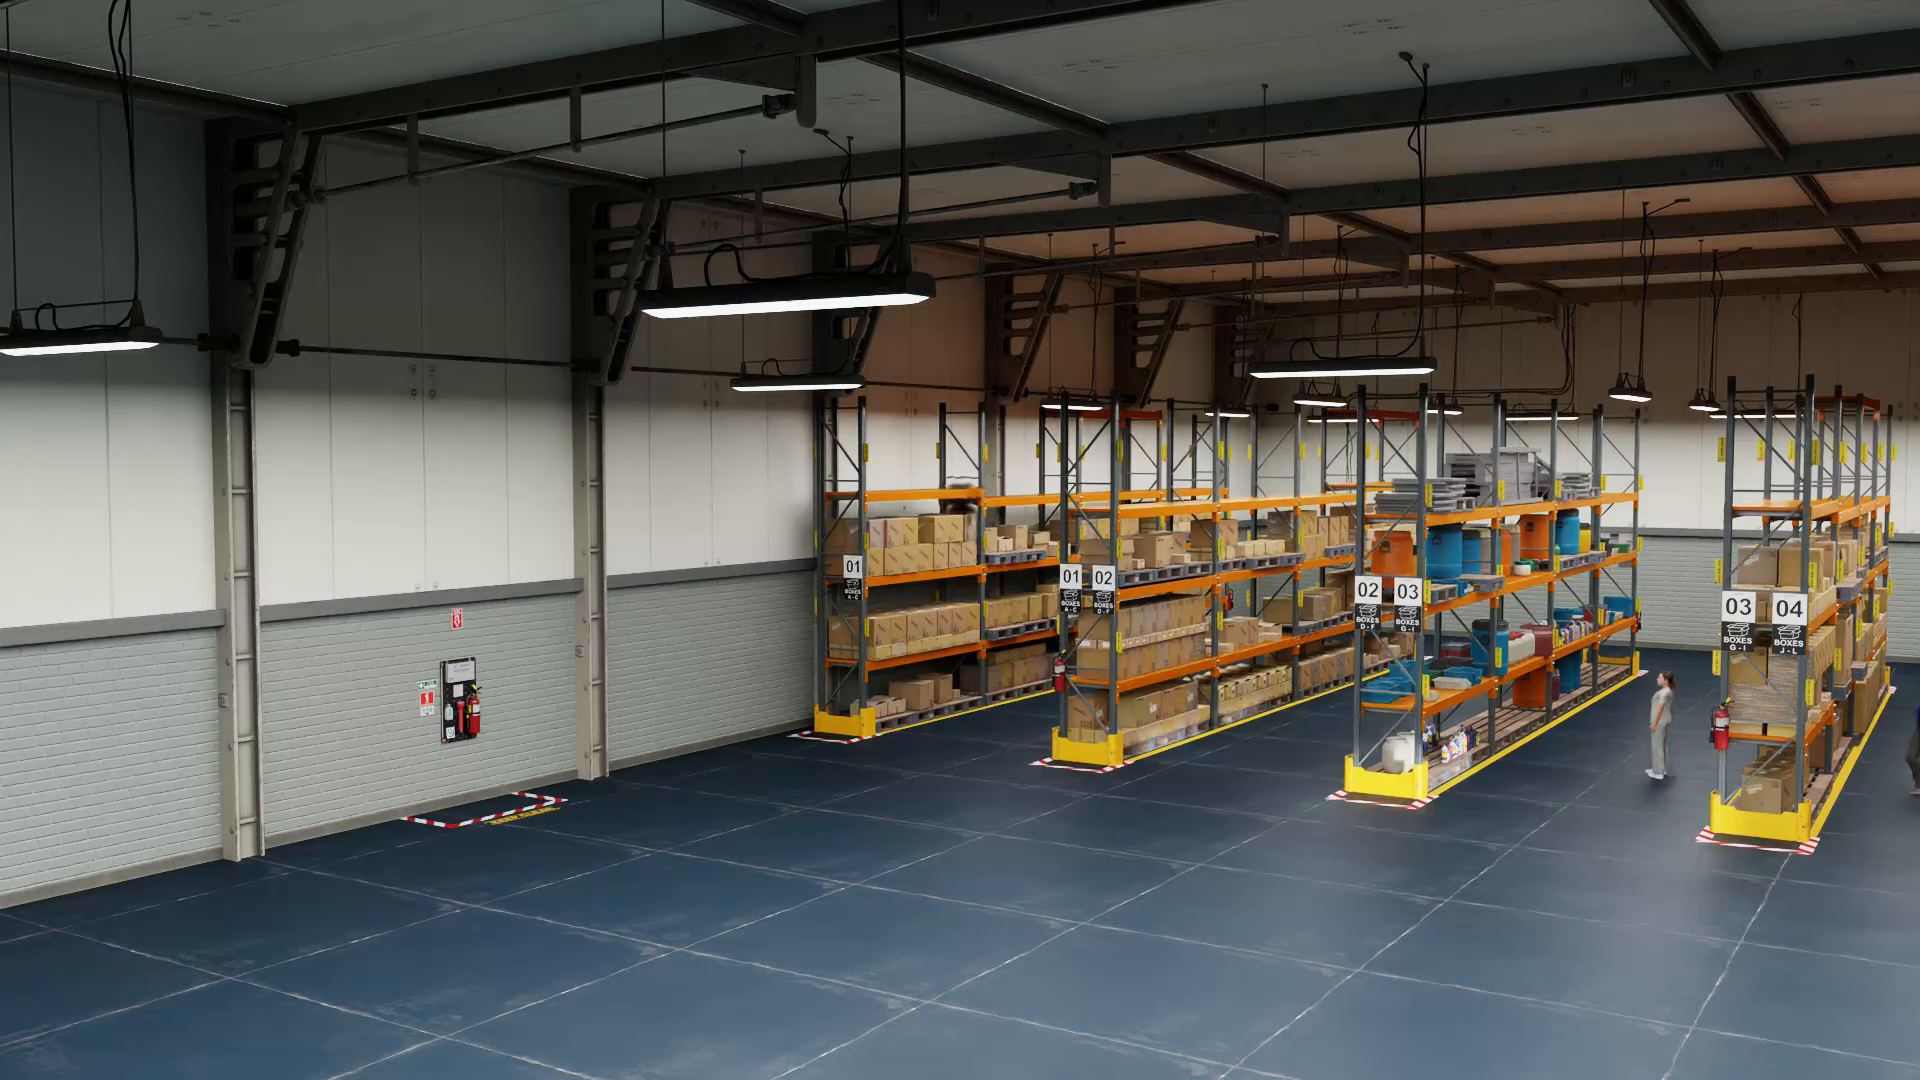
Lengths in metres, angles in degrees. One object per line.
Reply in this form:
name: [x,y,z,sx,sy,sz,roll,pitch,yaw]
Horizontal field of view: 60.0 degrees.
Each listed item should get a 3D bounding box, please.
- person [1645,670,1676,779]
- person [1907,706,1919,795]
person: [10.745,2.821,25.604,0.515,1.669,0.506,-3,4,-43]
person: [14.166,2.925,24.374,0.416,1.704,0.459,-1,3,-10]
